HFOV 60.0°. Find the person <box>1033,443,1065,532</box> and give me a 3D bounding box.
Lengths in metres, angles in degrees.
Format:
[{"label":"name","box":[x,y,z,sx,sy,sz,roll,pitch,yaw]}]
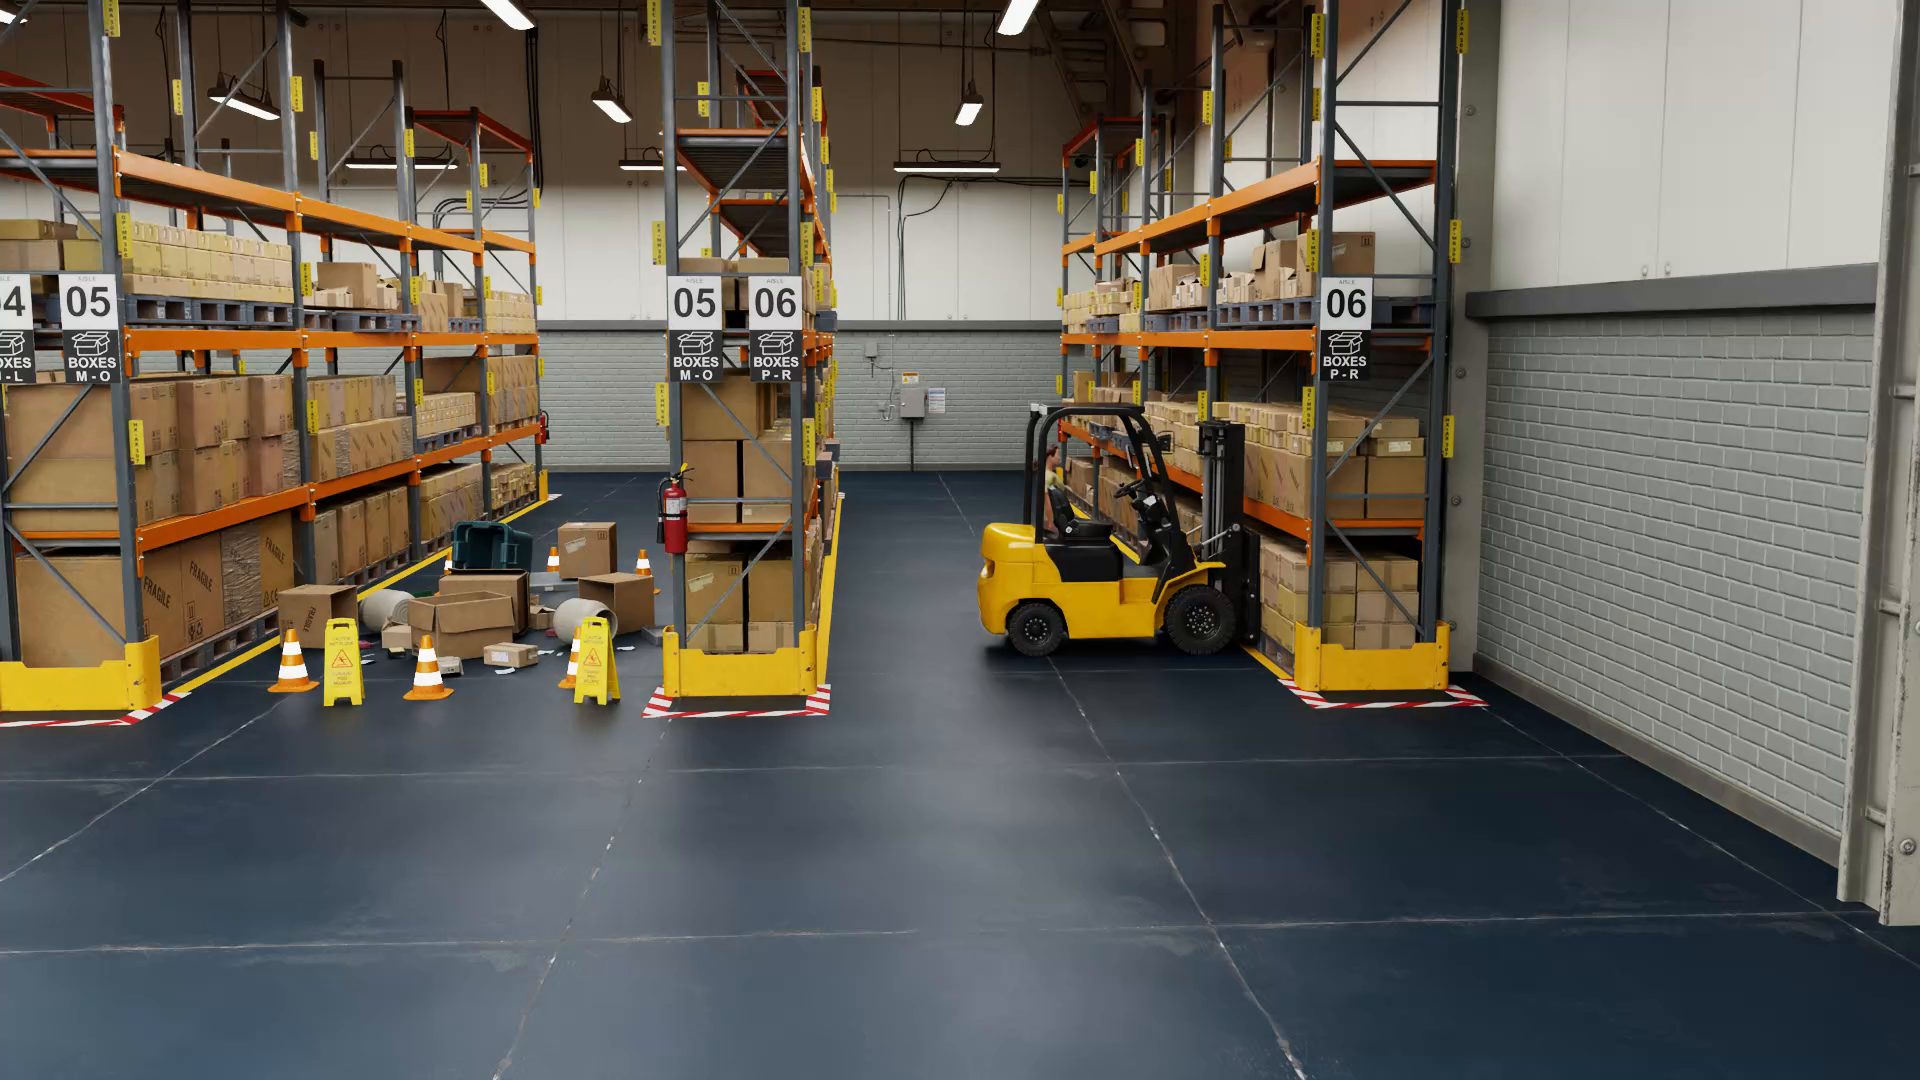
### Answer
[{"label":"person","box":[0.934,-0.165,17.240,0.373,1.689,0.443,0,7,-2]}]
